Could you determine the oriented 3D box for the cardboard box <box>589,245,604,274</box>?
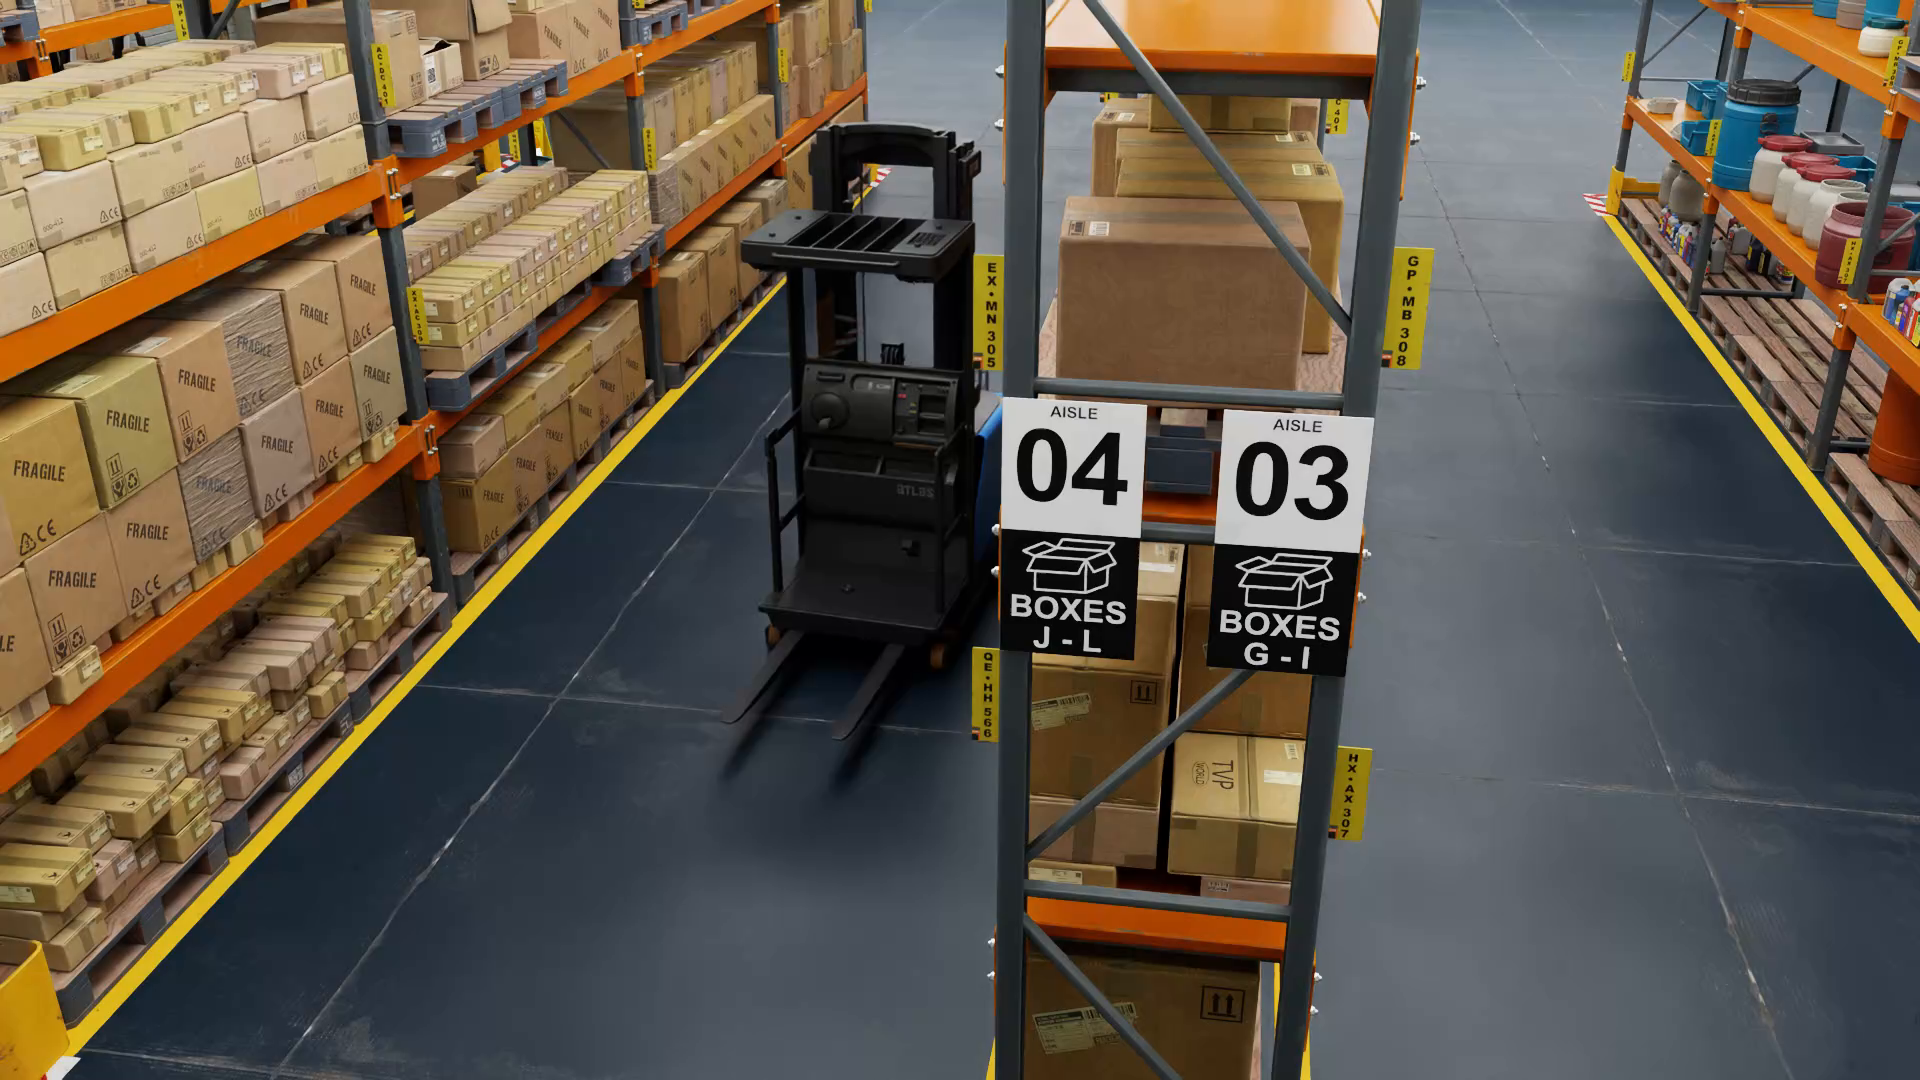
[{"bbox_3d":[-2.748,-1.994,11.774,0.380,0.149,0.250,3,25,6],"label":"cardboard box"}]

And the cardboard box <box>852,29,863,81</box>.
[{"bbox_3d":[-1.659,-5.840,20.011,0.875,0.550,0.550,4,25,9],"label":"cardboard box"}]

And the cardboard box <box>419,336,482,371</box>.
[{"bbox_3d":[-3.086,-1.121,9.907,0.380,0.149,0.250,3,25,6],"label":"cardboard box"}]

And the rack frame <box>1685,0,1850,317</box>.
[{"bbox_3d":[7.466,-3.528,15.249,1.000,3.000,0.127,4,25,9],"label":"rack frame"}]

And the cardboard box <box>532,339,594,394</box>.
[{"bbox_3d":[-2.974,-1.254,11.960,0.500,0.250,0.500,5,25,10],"label":"cardboard box"}]

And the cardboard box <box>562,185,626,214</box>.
[{"bbox_3d":[-2.664,-2.479,12.107,0.380,0.149,0.250,5,26,10],"label":"cardboard box"}]

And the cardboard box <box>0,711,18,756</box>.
[{"bbox_3d":[-3.881,0.763,6.379,0.380,0.149,0.250,4,25,8],"label":"cardboard box"}]

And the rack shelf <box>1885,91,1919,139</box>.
[{"bbox_3d":[6.486,-2.051,9.404,1.077,0.370,4.000,4,25,9],"label":"rack shelf"}]

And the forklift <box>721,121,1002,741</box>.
[{"bbox_3d":[-0.520,-0.755,9.406,1.130,2.935,3.031,7,26,14],"label":"forklift"}]

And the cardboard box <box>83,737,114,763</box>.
[{"bbox_3d":[-4.298,1.053,7.980,0.380,0.149,0.250,4,25,9],"label":"cardboard box"}]

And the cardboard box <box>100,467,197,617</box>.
[{"bbox_3d":[-3.757,-0.017,7.278,0.500,0.500,0.500,4,25,9],"label":"cardboard box"}]

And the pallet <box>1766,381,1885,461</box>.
[{"bbox_3d":[6.978,-0.913,12.952,1.003,0.211,1.213,4,25,9],"label":"pallet"}]

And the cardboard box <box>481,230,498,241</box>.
[{"bbox_3d":[-3.436,-2.068,11.581,0.380,0.149,0.250,4,25,8],"label":"cardboard box"}]

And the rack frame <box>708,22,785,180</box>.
[{"bbox_3d":[-2.297,-4.257,16.807,1.000,3.000,0.127,4,25,9],"label":"rack frame"}]

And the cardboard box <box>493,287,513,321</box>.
[{"bbox_3d":[-3.004,-1.472,10.306,0.380,0.149,0.250,5,25,10],"label":"cardboard box"}]

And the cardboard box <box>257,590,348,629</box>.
[{"bbox_3d":[-3.561,0.405,9.013,0.380,0.149,0.250,5,26,10],"label":"cardboard box"}]

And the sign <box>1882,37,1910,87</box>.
[{"bbox_3d":[6.269,-3.201,11.136,0.100,0.325,0.005,4,25,9],"label":"sign"}]

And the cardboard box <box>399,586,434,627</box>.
[{"bbox_3d":[-3.332,0.377,9.773,0.380,0.149,0.250,4,25,9],"label":"cardboard box"}]

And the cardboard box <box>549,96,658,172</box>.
[{"bbox_3d":[-2.867,-3.269,13.399,0.700,0.500,0.500,4,25,8],"label":"cardboard box"}]

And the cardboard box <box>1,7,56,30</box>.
[{"bbox_3d":[-7.631,-4.250,13.549,0.380,0.149,0.250,4,25,9],"label":"cardboard box"}]

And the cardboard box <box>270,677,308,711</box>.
[{"bbox_3d":[-3.624,0.753,8.620,0.380,0.149,0.250,3,25,6],"label":"cardboard box"}]

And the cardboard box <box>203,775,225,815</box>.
[{"bbox_3d":[-3.763,1.234,7.944,0.380,0.149,0.250,4,25,9],"label":"cardboard box"}]

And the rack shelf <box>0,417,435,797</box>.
[{"bbox_3d":[-3.931,0.251,8.024,1.077,0.370,4.000,4,25,9],"label":"rack shelf"}]

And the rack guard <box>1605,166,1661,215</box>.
[{"bbox_3d":[8.154,-4.034,19.278,1.175,0.500,0.348,4,25,9],"label":"rack guard"}]

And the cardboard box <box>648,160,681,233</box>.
[{"bbox_3d":[-2.611,-2.798,13.572,0.500,0.500,0.500,4,25,9],"label":"cardboard box"}]

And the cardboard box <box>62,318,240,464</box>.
[{"bbox_3d":[-3.660,-0.681,7.519,0.500,0.500,0.500,3,25,7],"label":"cardboard box"}]

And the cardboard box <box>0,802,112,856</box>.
[{"bbox_3d":[-3.911,1.274,7.156,0.380,0.149,0.250,4,25,9],"label":"cardboard box"}]

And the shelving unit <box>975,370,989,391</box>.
[{"bbox_3d":[0.050,-0.614,11.147,0.258,1.200,0.189,7,26,14],"label":"shelving unit"}]

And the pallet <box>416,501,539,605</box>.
[{"bbox_3d":[-3.478,0.026,10.945,1.003,0.211,1.213,4,25,9],"label":"pallet"}]

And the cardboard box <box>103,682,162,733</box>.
[{"bbox_3d":[-4.160,0.813,8.140,0.380,0.149,0.250,3,25,7],"label":"cardboard box"}]

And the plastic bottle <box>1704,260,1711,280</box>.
[{"bbox_3d":[7.218,-2.633,16.119,0.097,0.201,0.097,0,25,0],"label":"plastic bottle"}]

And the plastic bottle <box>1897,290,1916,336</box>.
[{"bbox_3d":[6.324,-1.509,11.074,0.061,0.283,0.133,4,25,9],"label":"plastic bottle"}]

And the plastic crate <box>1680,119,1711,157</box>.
[{"bbox_3d":[7.379,-3.942,16.310,0.499,0.251,0.616,4,25,9],"label":"plastic crate"}]

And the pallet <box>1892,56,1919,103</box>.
[{"bbox_3d":[6.591,-2.815,10.410,1.003,0.211,1.213,4,25,9],"label":"pallet"}]

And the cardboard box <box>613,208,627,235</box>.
[{"bbox_3d":[-2.664,-2.335,12.151,0.380,0.149,0.250,5,25,10],"label":"cardboard box"}]

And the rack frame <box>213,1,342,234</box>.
[{"bbox_3d":[-7.197,-4.558,17.449,1.000,3.000,0.127,4,25,9],"label":"rack frame"}]

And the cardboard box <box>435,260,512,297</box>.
[{"bbox_3d":[-3.002,-1.614,10.259,0.380,0.149,0.250,4,25,9],"label":"cardboard box"}]

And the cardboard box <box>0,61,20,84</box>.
[{"bbox_3d":[-11.511,-5.753,19.884,0.500,0.500,0.500,4,25,9],"label":"cardboard box"}]

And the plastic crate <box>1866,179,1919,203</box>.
[{"bbox_3d":[7.379,-2.539,13.060,0.402,0.464,0.583,4,25,9],"label":"plastic crate"}]

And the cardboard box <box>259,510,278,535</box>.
[{"bbox_3d":[-3.633,-0.114,8.252,0.380,0.149,0.250,4,25,8],"label":"cardboard box"}]

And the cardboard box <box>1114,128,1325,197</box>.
[{"bbox_3d":[0.899,-1.159,5.919,0.700,0.500,0.500,2,25,5],"label":"cardboard box"}]

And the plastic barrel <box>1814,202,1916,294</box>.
[{"bbox_3d":[6.590,-2.132,12.106,0.600,0.536,0.708,4,25,9],"label":"plastic barrel"}]

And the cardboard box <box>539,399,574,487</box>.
[{"bbox_3d":[-3.065,-0.701,11.663,0.500,0.500,0.500,4,25,9],"label":"cardboard box"}]

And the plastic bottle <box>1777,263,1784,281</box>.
[{"bbox_3d":[7.968,-2.605,16.060,0.097,0.201,0.097,0,25,0],"label":"plastic bottle"}]

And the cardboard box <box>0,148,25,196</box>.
[{"bbox_3d":[-3.764,-1.371,6.219,0.380,0.149,0.250,4,25,9],"label":"cardboard box"}]

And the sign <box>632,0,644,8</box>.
[{"bbox_3d":[-2.415,-4.138,12.405,0.100,0.325,0.005,4,25,9],"label":"sign"}]

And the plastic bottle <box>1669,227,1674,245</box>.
[{"bbox_3d":[7.428,-3.170,17.265,0.097,0.201,0.097,0,25,0],"label":"plastic bottle"}]

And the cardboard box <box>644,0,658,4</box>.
[{"bbox_3d":[-2.615,-4.425,13.119,0.500,0.311,0.500,4,25,9],"label":"cardboard box"}]

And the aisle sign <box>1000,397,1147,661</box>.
[{"bbox_3d":[0.311,-0.020,4.689,0.394,0.787,0.004,4,25,9],"label":"aisle sign"}]

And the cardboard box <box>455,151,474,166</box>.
[{"bbox_3d":[-6.414,-4.809,20.733,0.500,0.250,0.500,4,25,8],"label":"cardboard box"}]

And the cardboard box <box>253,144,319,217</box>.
[{"bbox_3d":[-3.511,-1.770,8.131,0.500,0.250,0.500,4,25,8],"label":"cardboard box"}]

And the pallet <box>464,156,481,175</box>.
[{"bbox_3d":[-6.723,-4.599,20.826,1.003,0.211,1.213,4,25,9],"label":"pallet"}]

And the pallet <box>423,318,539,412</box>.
[{"bbox_3d":[-3.336,-1.134,10.360,1.003,0.211,1.213,4,25,9],"label":"pallet"}]

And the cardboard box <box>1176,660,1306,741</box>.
[{"bbox_3d":[1.042,0.681,6.083,0.500,0.250,0.500,4,25,8],"label":"cardboard box"}]

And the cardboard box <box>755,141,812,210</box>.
[{"bbox_3d":[-2.125,-3.743,17.720,0.875,0.875,0.875,4,25,9],"label":"cardboard box"}]

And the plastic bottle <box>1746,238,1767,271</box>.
[{"bbox_3d":[7.866,-2.846,16.398,0.144,0.351,0.185,4,25,9],"label":"plastic bottle"}]

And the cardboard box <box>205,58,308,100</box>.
[{"bbox_3d":[-3.417,-2.243,8.082,0.380,0.149,0.250,4,25,8],"label":"cardboard box"}]

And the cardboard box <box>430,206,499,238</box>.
[{"bbox_3d":[-3.430,-2.200,11.512,0.380,0.149,0.250,5,26,10],"label":"cardboard box"}]

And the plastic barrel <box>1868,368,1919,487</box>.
[{"bbox_3d":[6.750,-0.857,11.606,0.600,0.830,0.708,4,25,9],"label":"plastic barrel"}]
